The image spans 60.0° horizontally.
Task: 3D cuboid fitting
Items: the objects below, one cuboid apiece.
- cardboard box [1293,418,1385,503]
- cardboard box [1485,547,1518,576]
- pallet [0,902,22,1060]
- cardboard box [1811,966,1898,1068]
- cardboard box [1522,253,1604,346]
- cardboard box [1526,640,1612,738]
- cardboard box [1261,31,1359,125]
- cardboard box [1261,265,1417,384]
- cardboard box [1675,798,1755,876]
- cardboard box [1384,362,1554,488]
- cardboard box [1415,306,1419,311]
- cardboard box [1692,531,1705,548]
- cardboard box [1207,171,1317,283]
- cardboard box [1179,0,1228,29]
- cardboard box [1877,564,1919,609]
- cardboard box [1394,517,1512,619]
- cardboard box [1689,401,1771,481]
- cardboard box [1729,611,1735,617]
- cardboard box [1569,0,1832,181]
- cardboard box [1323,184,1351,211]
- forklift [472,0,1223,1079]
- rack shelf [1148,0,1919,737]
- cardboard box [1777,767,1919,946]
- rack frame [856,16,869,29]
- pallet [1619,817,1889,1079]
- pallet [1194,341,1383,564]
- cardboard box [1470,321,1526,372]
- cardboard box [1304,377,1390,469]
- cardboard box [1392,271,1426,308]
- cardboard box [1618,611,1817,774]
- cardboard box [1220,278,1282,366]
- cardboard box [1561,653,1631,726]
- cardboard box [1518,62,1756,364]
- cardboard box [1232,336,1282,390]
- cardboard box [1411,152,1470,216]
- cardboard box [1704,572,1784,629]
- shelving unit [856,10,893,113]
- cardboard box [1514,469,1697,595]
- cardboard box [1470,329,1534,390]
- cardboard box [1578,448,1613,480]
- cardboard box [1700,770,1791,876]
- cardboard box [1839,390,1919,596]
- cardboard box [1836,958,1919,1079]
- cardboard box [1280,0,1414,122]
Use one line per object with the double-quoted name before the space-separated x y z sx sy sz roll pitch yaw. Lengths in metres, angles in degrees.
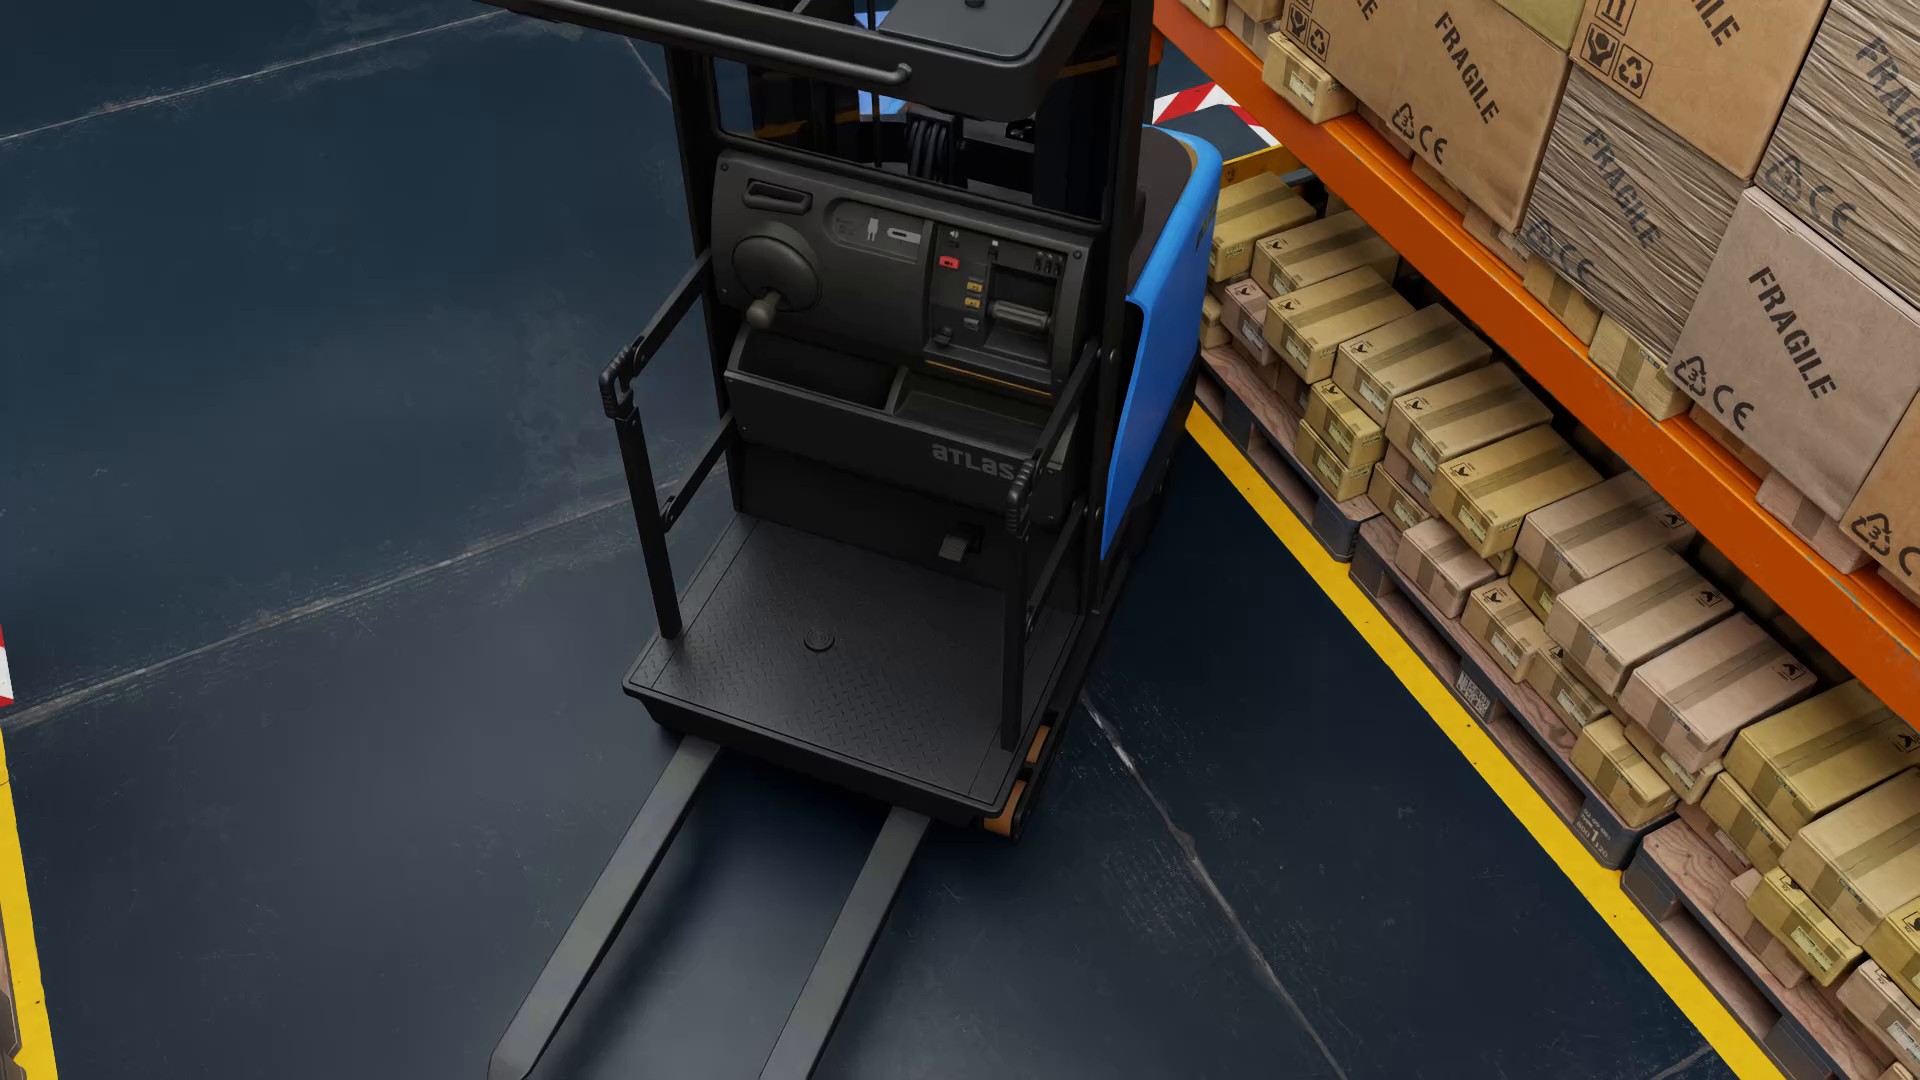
"cardboard box" 1.265 -0.304 5.138 0.380 0.149 0.250 -21 52 -17
"cardboard box" 1.643 -0.086 4.750 0.380 0.149 0.250 -19 51 -16
"pallet" -3.043 0.982 4.251 1.003 0.211 1.213 -21 52 -18
"cardboard box" 2.281 1.045 3.959 0.380 0.149 0.250 -20 52 -17
"cardboard box" 1.594 -0.646 3.989 0.380 0.149 0.250 -19 52 -16
"cardboard box" 1.793 0.357 4.560 0.380 0.149 0.250 -20 52 -17
"cardboard box" 1.064 -1.318 4.577 0.380 0.149 0.250 -23 53 -19
"cardboard box" 1.150 -0.657 5.052 0.380 0.149 0.250 -21 52 -18
"cardboard box" 2.091 0.672 4.285 0.380 0.149 0.250 -22 52 -18
"cardboard box" 1.456 -0.331 4.766 0.380 0.149 0.250 -19 52 -16
"cardboard box" 1.612 -0.867 5.631 0.380 0.149 0.250 -20 52 -16
"cardboard box" 2.143 -0.160 4.617 0.380 0.149 0.250 -21 52 -17
"cardboard box" 0.916 -1.013 5.363 0.380 0.149 0.250 -23 53 -19
"cardboard box" 0.835 -1.673 4.887 0.380 0.149 0.250 -22 52 -18
"cardboard box" 2.129 0.034 3.395 0.380 0.149 0.250 -23 53 -19
"cardboard box" 1.503 0.030 4.846 0.380 0.149 0.250 -24 53 -19
"cardboard box" 1.870 -0.311 3.696 0.380 0.149 0.250 -22 52 -18
"cardboard box" 2.298 0.184 4.712 0.380 0.149 0.250 -22 53 -18
"cardboard box" 1.638 -1.122 3.310 0.500 0.500 0.500 -23 53 -19
"cardboard box" 1.446 -1.214 5.538 0.380 0.149 0.250 -21 52 -17
"forklift" -0.232 -0.525 3.762 1.130 2.935 3.031 17 51 14
"rack shelf" 1.893 -0.510 4.181 1.077 0.370 4.000 -21 52 -18
"cardboard box" 2.142 0.727 3.842 0.380 0.149 0.250 -22 52 -18
"rack frame" -0.163 -1.264 5.360 0.500 1.500 0.032 -7 49 -6
"pallet" 2.470 1.073 4.171 1.003 0.211 1.213 -21 52 -18
"pallet" 1.353 -0.560 5.600 1.003 0.211 1.213 -21 52 -18
"cardboard box" 1.803 -0.701 5.090 0.380 0.149 0.250 -23 53 -19
"cardboard box" 1.276 -0.398 5.023 0.380 0.149 0.250 -20 52 -16
"cardboard box" 1.545 -0.934 5.492 0.380 0.149 0.250 -22 52 -18
"cardboard box" 1.886 0.377 4.148 0.380 0.149 0.250 -24 53 -19
"cardboard box" 1.065 -0.741 5.323 0.380 0.149 0.250 -21 52 -18
"cardboard box" 1.842 0.291 4.420 0.380 0.149 0.250 -23 53 -19
"cardboard box" 1.657 -0.800 3.693 0.500 0.500 0.500 -22 53 -18
"cardboard box" 1.126 -0.677 5.464 0.380 0.149 0.250 -21 52 -18
"cardboard box" 1.406 -1.002 4.300 0.380 0.149 0.250 -22 52 -18
"cardboard box" 2.303 0.088 4.598 0.380 0.149 0.250 -22 52 -18
"shelving unit" -0.244 -1.642 5.690 0.538 1.500 1.048 -7 49 -6
"cardboard box" 1.736 -0.004 4.480 0.380 0.149 0.250 -21 52 -17
"cardboard box" 1.744 -0.565 5.169 0.380 0.149 0.250 -22 52 -18
"cardboard box" 2.062 -0.260 4.902 0.380 0.149 0.250 -19 51 -16
"cardboard box" 2.081 0.641 4.114 0.380 0.149 0.250 -21 52 -17
"cardboard box" 2.099 -0.113 3.092 0.500 0.500 0.500 -23 53 -19
"cardboard box" 2.247 1.016 3.786 0.380 0.149 0.250 -23 53 -19
"cardboard box" 1.205 -1.471 4.280 0.500 0.500 0.500 -21 52 -17
